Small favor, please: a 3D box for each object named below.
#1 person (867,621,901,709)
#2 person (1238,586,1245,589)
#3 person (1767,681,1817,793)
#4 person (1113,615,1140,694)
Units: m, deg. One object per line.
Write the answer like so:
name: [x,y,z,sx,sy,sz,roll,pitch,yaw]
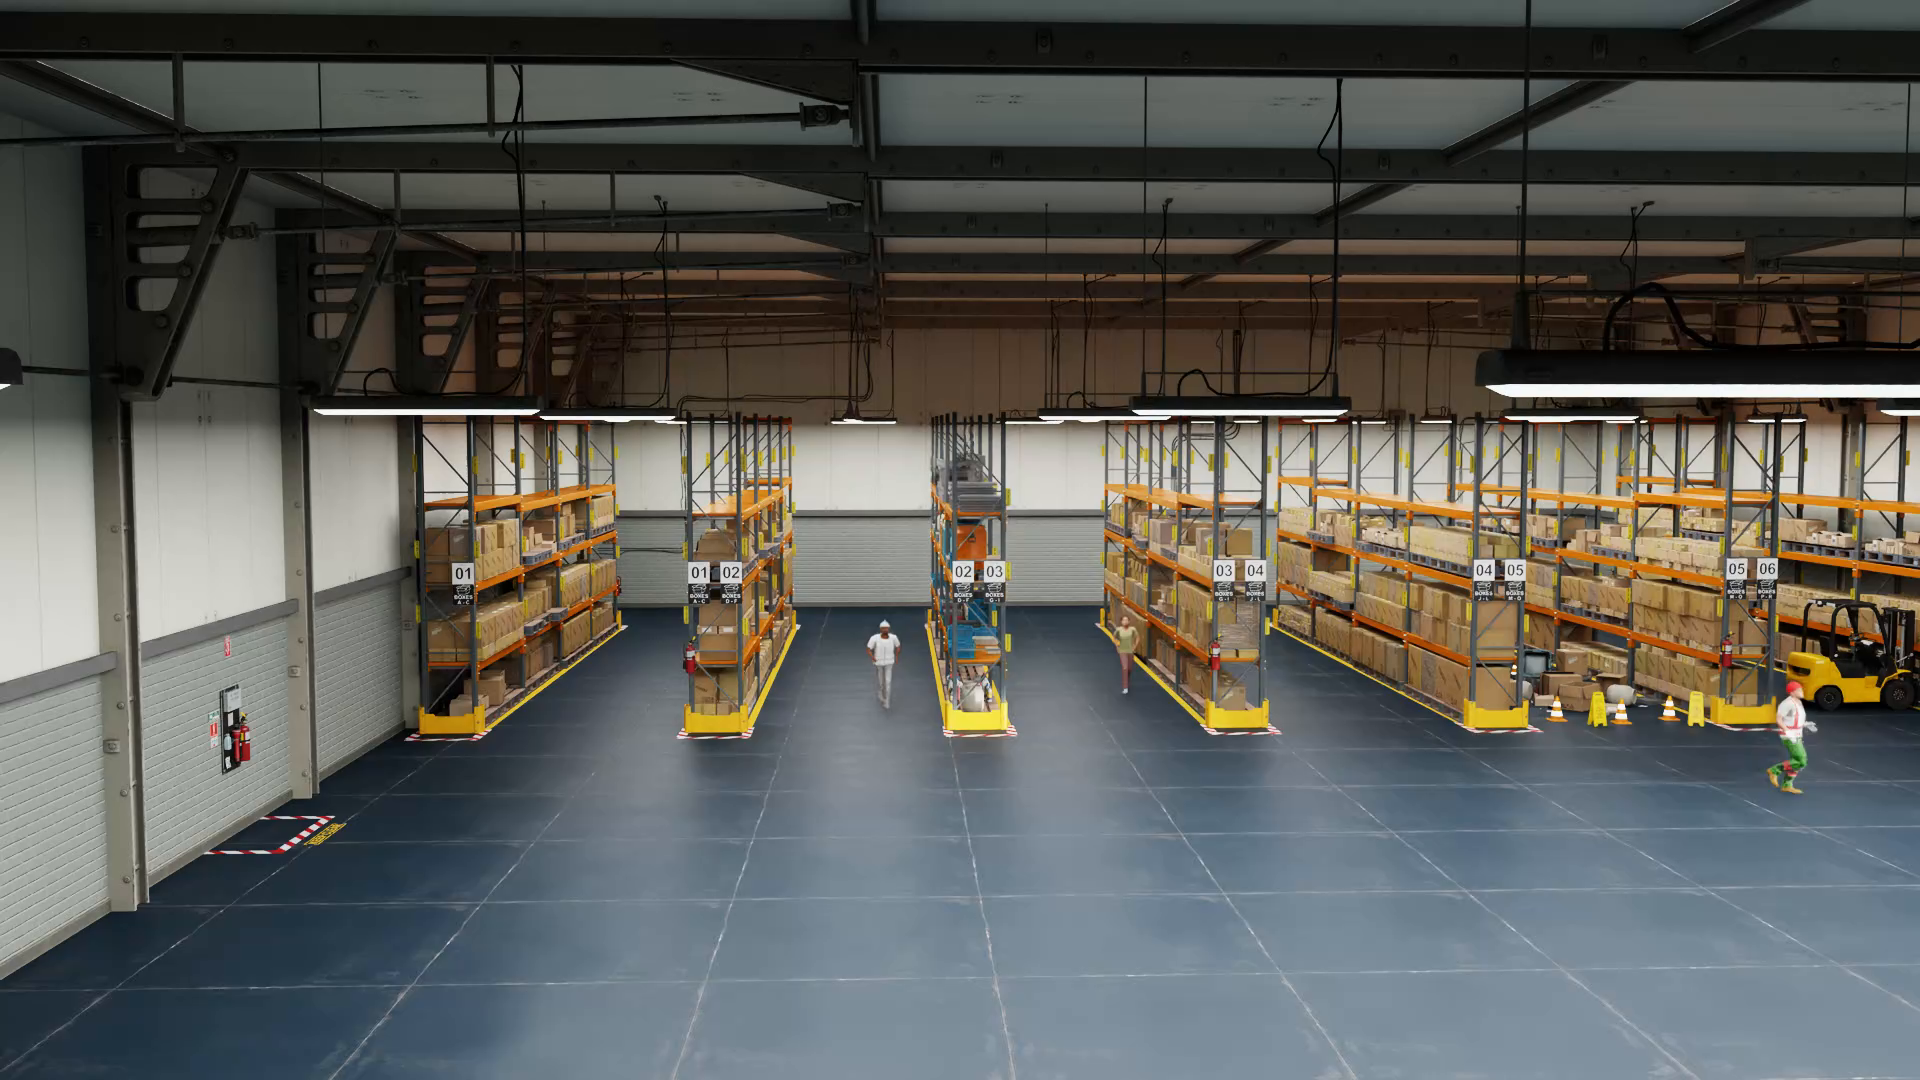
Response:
person: [-1.557,2.531,34.048,0.707,1.755,0.884,0,4,-5]
person: [7.840,1.748,46.612,0.625,1.632,0.784,1,4,14]
person: [13.032,3.081,26.029,0.631,1.751,0.645,3,5,41]
person: [3.601,2.450,35.984,0.577,1.674,0.731,0,4,1]
